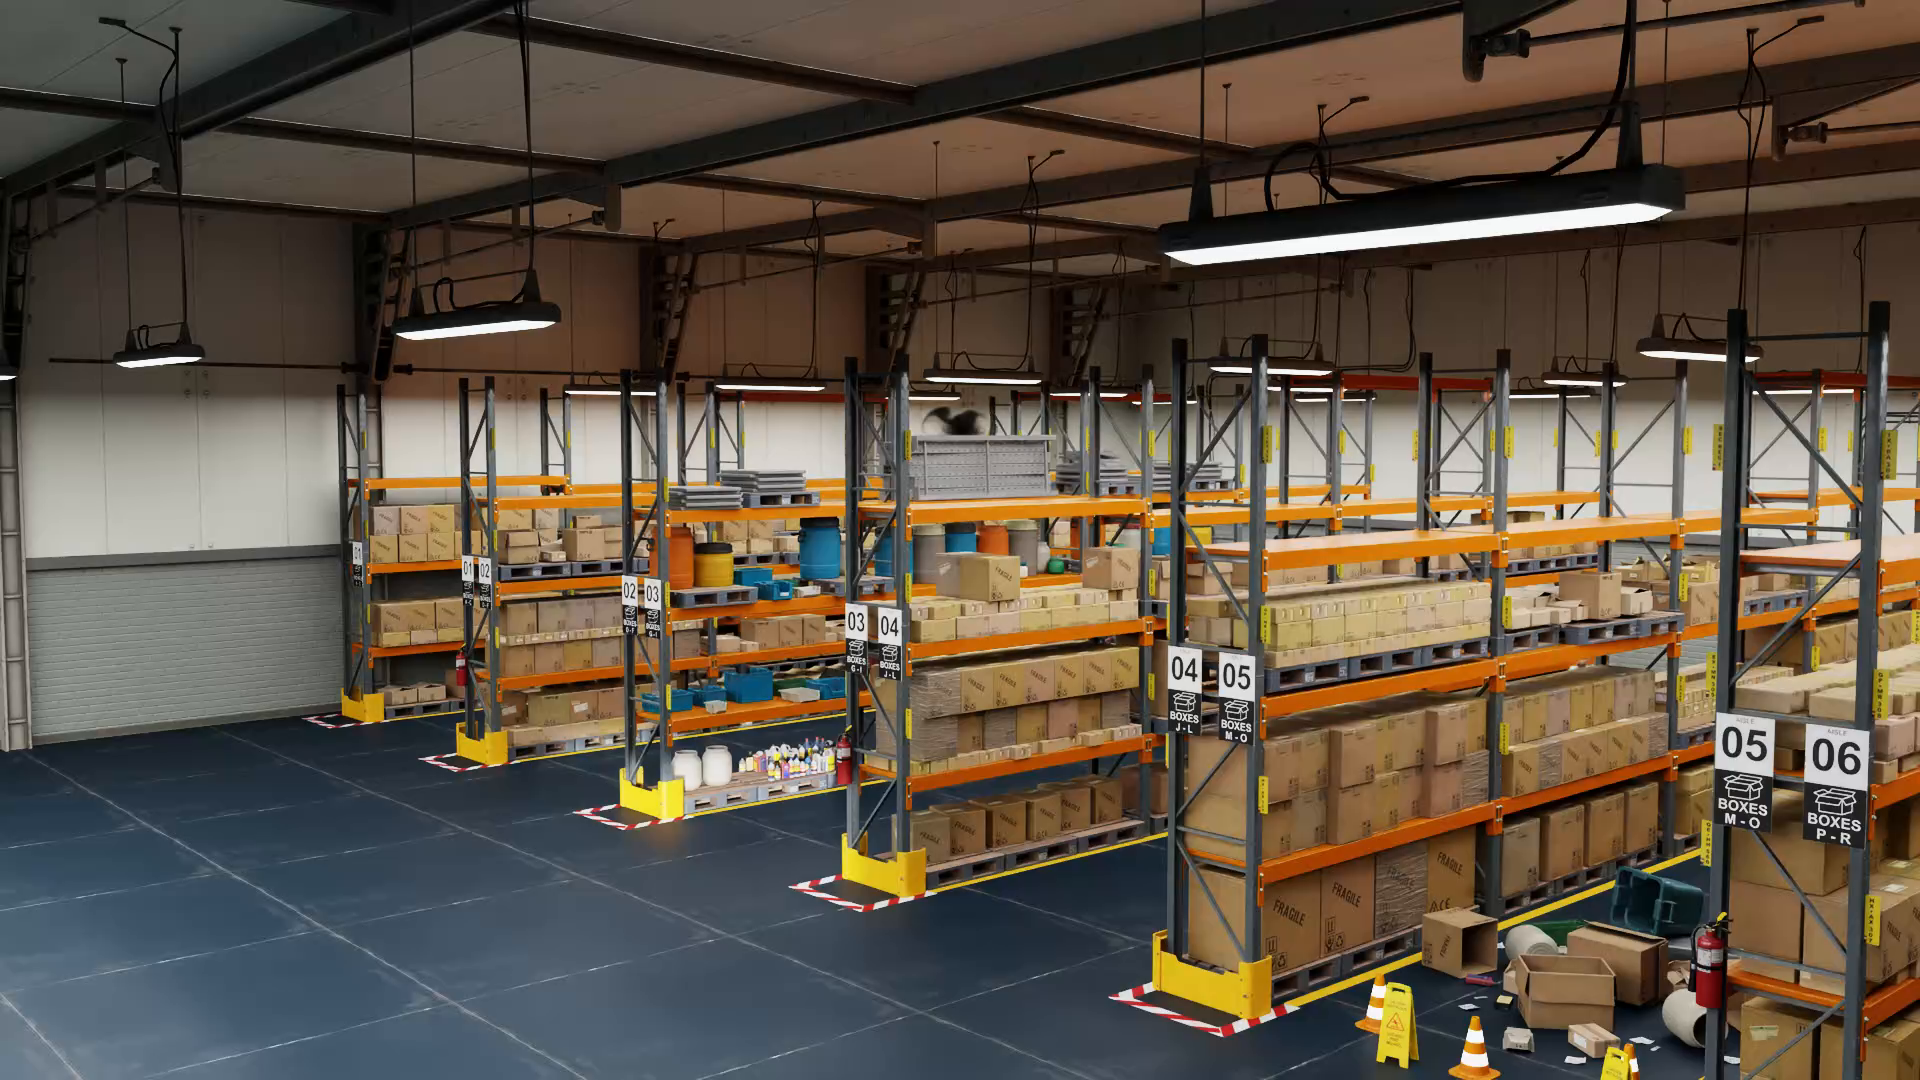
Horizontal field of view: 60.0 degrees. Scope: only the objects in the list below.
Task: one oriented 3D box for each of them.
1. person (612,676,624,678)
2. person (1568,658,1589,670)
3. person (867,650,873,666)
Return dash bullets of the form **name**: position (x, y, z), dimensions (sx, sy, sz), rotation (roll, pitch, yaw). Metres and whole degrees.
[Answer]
- **person**: position (-6.026, 2.461, 29.596), dimensions (0.538, 1.548, 0.500), rotation (3, 5, 39)
- **person**: position (9.806, 2.570, 26.211), dimensions (0.674, 1.740, 0.782), rotation (3, 5, 43)
- **person**: position (-1.783, 2.126, 33.749), dimensions (0.734, 1.703, 0.616), rotation (-4, 5, -43)
